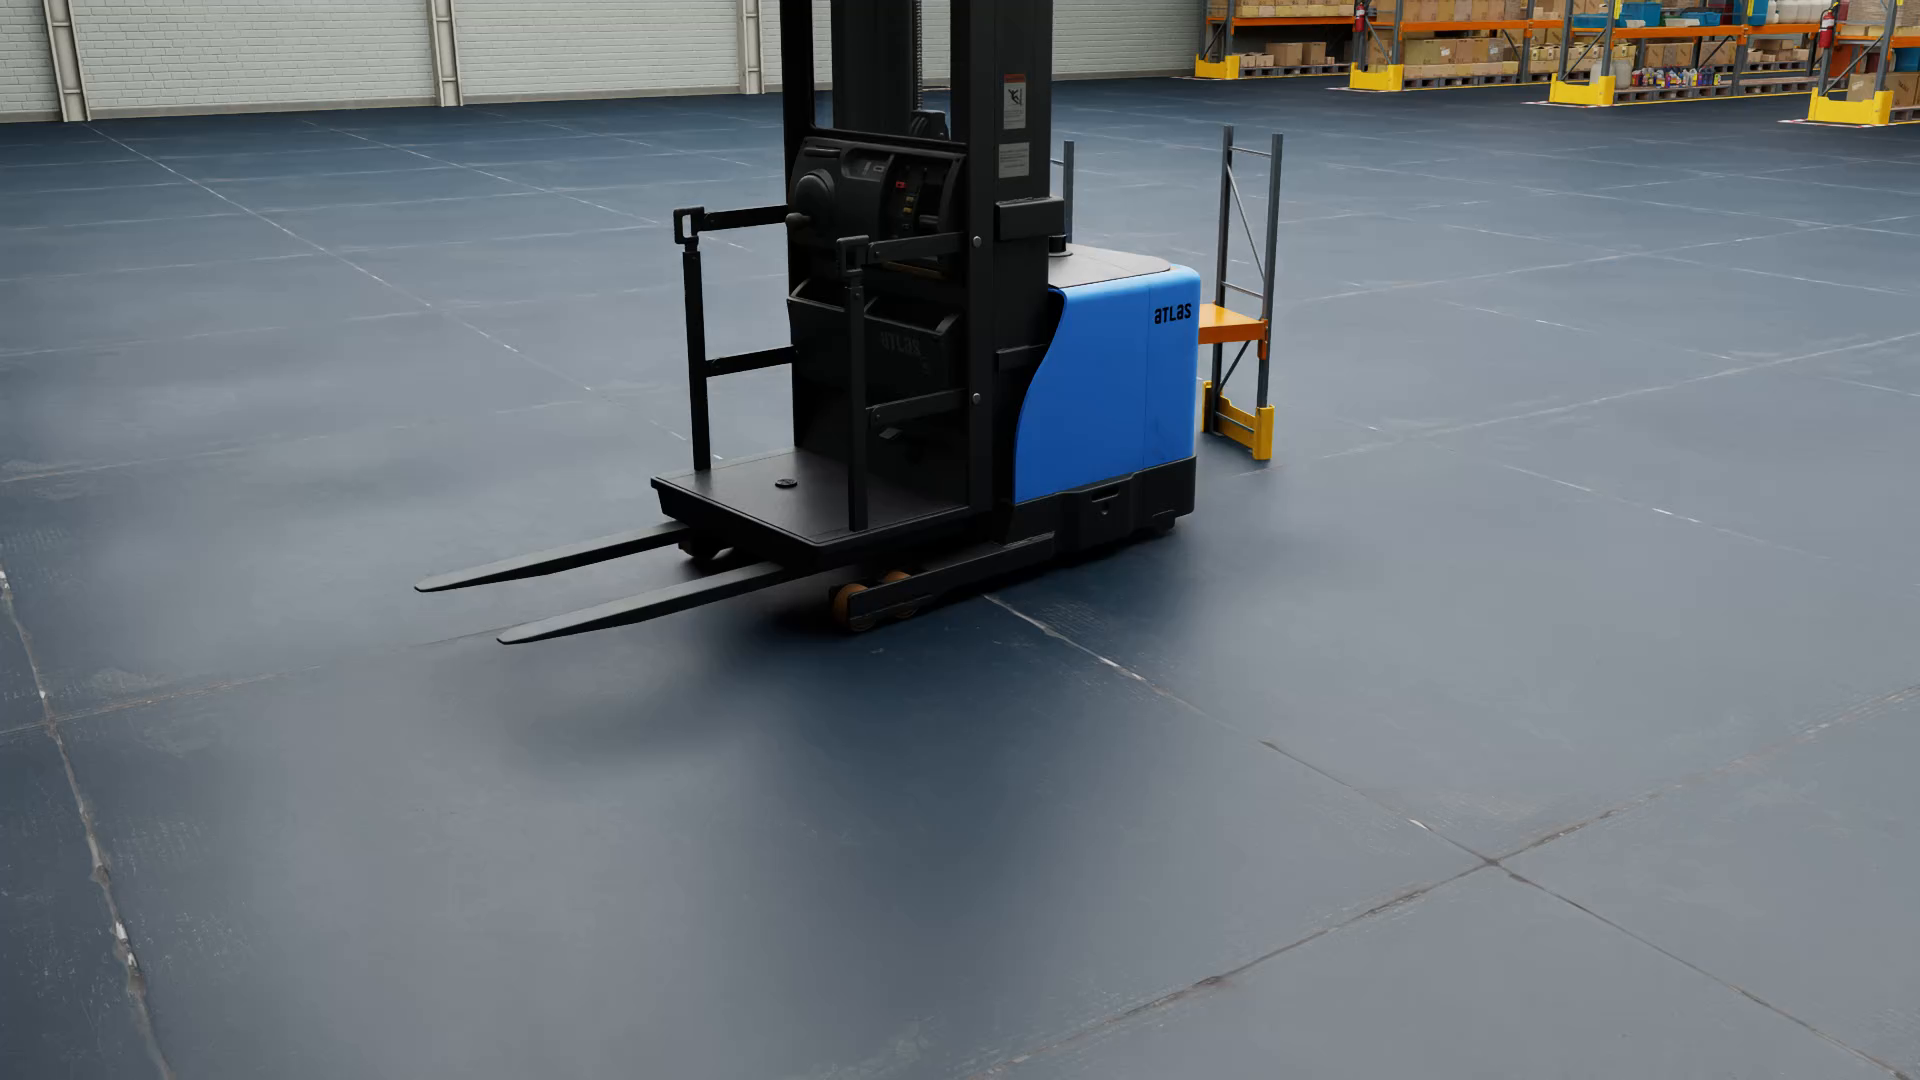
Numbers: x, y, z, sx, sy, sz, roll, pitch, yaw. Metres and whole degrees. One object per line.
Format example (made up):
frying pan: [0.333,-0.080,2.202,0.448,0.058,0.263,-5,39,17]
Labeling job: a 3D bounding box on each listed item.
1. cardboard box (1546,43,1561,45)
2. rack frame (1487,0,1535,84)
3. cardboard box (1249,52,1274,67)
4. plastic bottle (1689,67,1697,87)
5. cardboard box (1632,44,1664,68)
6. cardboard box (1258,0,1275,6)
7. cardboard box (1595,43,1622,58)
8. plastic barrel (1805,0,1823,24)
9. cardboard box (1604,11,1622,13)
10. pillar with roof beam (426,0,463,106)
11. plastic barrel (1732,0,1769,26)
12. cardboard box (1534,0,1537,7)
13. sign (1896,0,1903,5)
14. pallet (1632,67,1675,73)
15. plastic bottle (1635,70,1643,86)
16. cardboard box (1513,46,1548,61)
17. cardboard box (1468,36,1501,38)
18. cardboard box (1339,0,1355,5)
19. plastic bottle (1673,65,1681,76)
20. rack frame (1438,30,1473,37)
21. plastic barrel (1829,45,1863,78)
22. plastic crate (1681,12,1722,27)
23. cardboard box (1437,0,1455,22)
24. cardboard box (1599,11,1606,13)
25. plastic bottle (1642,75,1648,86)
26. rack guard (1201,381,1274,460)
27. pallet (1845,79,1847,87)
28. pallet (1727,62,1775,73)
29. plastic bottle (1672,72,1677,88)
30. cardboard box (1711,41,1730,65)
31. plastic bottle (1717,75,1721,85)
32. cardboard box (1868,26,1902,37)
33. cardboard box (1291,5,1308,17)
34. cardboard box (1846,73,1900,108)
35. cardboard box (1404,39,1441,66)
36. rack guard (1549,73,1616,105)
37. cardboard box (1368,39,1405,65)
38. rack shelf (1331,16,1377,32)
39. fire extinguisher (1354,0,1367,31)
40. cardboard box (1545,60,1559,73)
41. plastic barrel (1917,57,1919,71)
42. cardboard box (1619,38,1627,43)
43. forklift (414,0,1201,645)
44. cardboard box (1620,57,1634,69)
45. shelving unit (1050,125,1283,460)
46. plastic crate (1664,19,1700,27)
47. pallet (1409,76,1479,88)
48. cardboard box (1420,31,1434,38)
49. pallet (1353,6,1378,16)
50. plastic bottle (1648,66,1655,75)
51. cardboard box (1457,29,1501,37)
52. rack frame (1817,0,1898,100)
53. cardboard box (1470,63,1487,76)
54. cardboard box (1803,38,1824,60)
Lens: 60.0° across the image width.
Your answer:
cardboard box: [13.328,-10.959,37.240,0.500,0.311,0.500,-12,22,-32]
rack frame: [11.876,-11.381,35.725,0.127,3.000,1.000,-12,22,-31]
cardboard box: [6.912,-11.134,38.505,0.500,0.311,0.500,-10,21,-27]
plastic bottle: [13.788,-8.728,31.326,0.185,0.351,0.144,-12,22,-32]
cardboard box: [15.754,-11.114,38.150,0.500,0.500,0.500,-11,22,-29]
cardboard box: [6.790,-12.383,37.720,0.500,0.500,0.500,-12,22,-31]
cardboard box: [14.485,-10.996,37.349,0.500,0.311,0.500,-12,22,-32]
plastic barrel: [16.845,-10.500,32.946,0.421,0.512,0.421,0,19,0]
cardboard box: [14.618,-11.734,37.163,0.250,0.149,0.380,-12,22,-31]
pillar with roof beam: [-6.749,-10.875,24.863,0.400,9.000,9.100,-12,22,-31]
plastic barrel: [15.087,-10.280,31.686,0.708,0.901,0.600,-12,22,-31]
cardboard box: [14.738,-13.985,42.776,0.500,0.500,0.500,-12,22,-31]
sign: [14.279,-8.291,25.234,0.005,0.325,0.100,-12,22,-31]
pallet: [15.861,-10.886,38.615,1.213,0.211,1.003,-12,22,-31]
plastic bottle: [12.834,-8.722,31.414,0.133,0.283,0.061,-12,22,-31]
cardboard box: [12.359,-10.549,36.027,0.500,0.311,0.500,-12,22,-31]
cardboard box: [11.317,-10.635,35.985,0.500,0.500,0.500,-12,22,-31]
cardboard box: [8.924,-12.833,39.053,0.500,0.500,0.500,-12,22,-32]
plastic bottle: [13.774,-8.939,31.952,0.185,0.351,0.144,-12,22,-31]
rack frame: [12.490,-13.410,41.727,0.127,3.000,1.000,-12,22,-31]
plastic barrel: [18.337,-10.022,34.437,0.708,0.830,0.600,-12,22,-31]
plastic crate: [13.823,-9.717,31.037,0.616,0.251,0.499,-12,22,-31]
cardboard box: [9.786,-10.982,34.390,0.500,0.500,0.700,-12,22,-31]
cardboard box: [14.183,-11.727,37.141,0.250,0.149,0.380,-10,21,-27]
plastic bottle: [12.975,-8.706,31.495,0.097,0.201,0.097,0,19,0]
rack guard: [1.346,-0.587,8.092,0.087,0.250,0.587,-7,20,-19]
pallet: [18.574,-9.589,34.779,1.213,0.211,1.003,-12,22,-31]
pallet: [19.132,-11.590,40.697,1.213,0.211,1.003,-12,22,-31]
plastic bottle: [13.312,-8.581,31.016,0.097,0.271,0.097,0,19,0]
cardboard box: [17.886,-11.566,39.489,0.500,0.500,0.500,-12,22,-31]
plastic bottle: [14.466,-8.791,31.747,0.097,0.201,0.097,0,19,0]
cardboard box: [14.350,-7.893,25.802,0.250,0.149,0.380,-12,22,-31]
cardboard box: [7.668,-12.212,38.387,0.500,0.250,0.500,-12,22,-31]
cardboard box: [14.512,-7.146,26.447,0.500,0.500,0.500,-8,20,-21]
cardboard box: [9.522,-10.052,34.260,0.500,0.500,0.500,-12,22,-31]
rack guard: [11.294,-8.193,30.198,0.348,0.500,1.175,-12,22,-31]
cardboard box: [8.820,-10.102,34.409,0.500,0.500,0.500,-12,22,-31]
rack shelf: [10.819,-12.717,40.800,4.000,0.370,1.077,-12,22,-31]
fire extinguisher: [8.181,-10.743,33.960,0.183,0.674,0.296,-12,22,-31]
cardboard box: [12.777,-10.372,36.378,0.500,0.250,0.500,-11,22,-30]
plastic barrel: [20.815,-10.578,35.971,0.708,0.901,0.600,-12,22,-31]
cardboard box: [17.804,-13.507,45.261,0.500,0.500,0.700,-13,22,-33]
forklift: [-0.473,-1.258,5.888,3.031,2.935,1.130,-15,24,-38]
cardboard box: [14.912,-10.824,37.716,0.500,0.250,0.500,-11,22,-30]
shelving unit: [0.877,-1.126,7.732,1.083,1.500,0.587,-7,20,-19]
plastic crate: [13.381,-9.577,30.800,0.437,0.136,0.530,-12,22,-31]
pallet: [10.169,-9.715,35.151,1.213,0.211,1.003,-12,22,-31]
cardboard box: [11.406,-12.565,41.273,0.500,0.250,0.500,-11,22,-30]
pallet: [9.867,-12.710,39.957,1.213,0.211,1.003,-12,22,-31]
plastic bottle: [13.182,-8.870,31.746,0.185,0.351,0.144,-12,22,-32]
cardboard box: [13.176,-12.685,42.283,0.750,0.750,0.750,-12,22,-32]
rack frame: [13.981,-8.026,25.802,0.127,3.000,1.000,-12,22,-31]
cardboard box: [10.777,-9.960,35.159,0.500,0.250,0.500,-12,22,-31]
cardboard box: [21.580,-12.357,41.829,0.500,0.500,0.500,-12,22,-31]
